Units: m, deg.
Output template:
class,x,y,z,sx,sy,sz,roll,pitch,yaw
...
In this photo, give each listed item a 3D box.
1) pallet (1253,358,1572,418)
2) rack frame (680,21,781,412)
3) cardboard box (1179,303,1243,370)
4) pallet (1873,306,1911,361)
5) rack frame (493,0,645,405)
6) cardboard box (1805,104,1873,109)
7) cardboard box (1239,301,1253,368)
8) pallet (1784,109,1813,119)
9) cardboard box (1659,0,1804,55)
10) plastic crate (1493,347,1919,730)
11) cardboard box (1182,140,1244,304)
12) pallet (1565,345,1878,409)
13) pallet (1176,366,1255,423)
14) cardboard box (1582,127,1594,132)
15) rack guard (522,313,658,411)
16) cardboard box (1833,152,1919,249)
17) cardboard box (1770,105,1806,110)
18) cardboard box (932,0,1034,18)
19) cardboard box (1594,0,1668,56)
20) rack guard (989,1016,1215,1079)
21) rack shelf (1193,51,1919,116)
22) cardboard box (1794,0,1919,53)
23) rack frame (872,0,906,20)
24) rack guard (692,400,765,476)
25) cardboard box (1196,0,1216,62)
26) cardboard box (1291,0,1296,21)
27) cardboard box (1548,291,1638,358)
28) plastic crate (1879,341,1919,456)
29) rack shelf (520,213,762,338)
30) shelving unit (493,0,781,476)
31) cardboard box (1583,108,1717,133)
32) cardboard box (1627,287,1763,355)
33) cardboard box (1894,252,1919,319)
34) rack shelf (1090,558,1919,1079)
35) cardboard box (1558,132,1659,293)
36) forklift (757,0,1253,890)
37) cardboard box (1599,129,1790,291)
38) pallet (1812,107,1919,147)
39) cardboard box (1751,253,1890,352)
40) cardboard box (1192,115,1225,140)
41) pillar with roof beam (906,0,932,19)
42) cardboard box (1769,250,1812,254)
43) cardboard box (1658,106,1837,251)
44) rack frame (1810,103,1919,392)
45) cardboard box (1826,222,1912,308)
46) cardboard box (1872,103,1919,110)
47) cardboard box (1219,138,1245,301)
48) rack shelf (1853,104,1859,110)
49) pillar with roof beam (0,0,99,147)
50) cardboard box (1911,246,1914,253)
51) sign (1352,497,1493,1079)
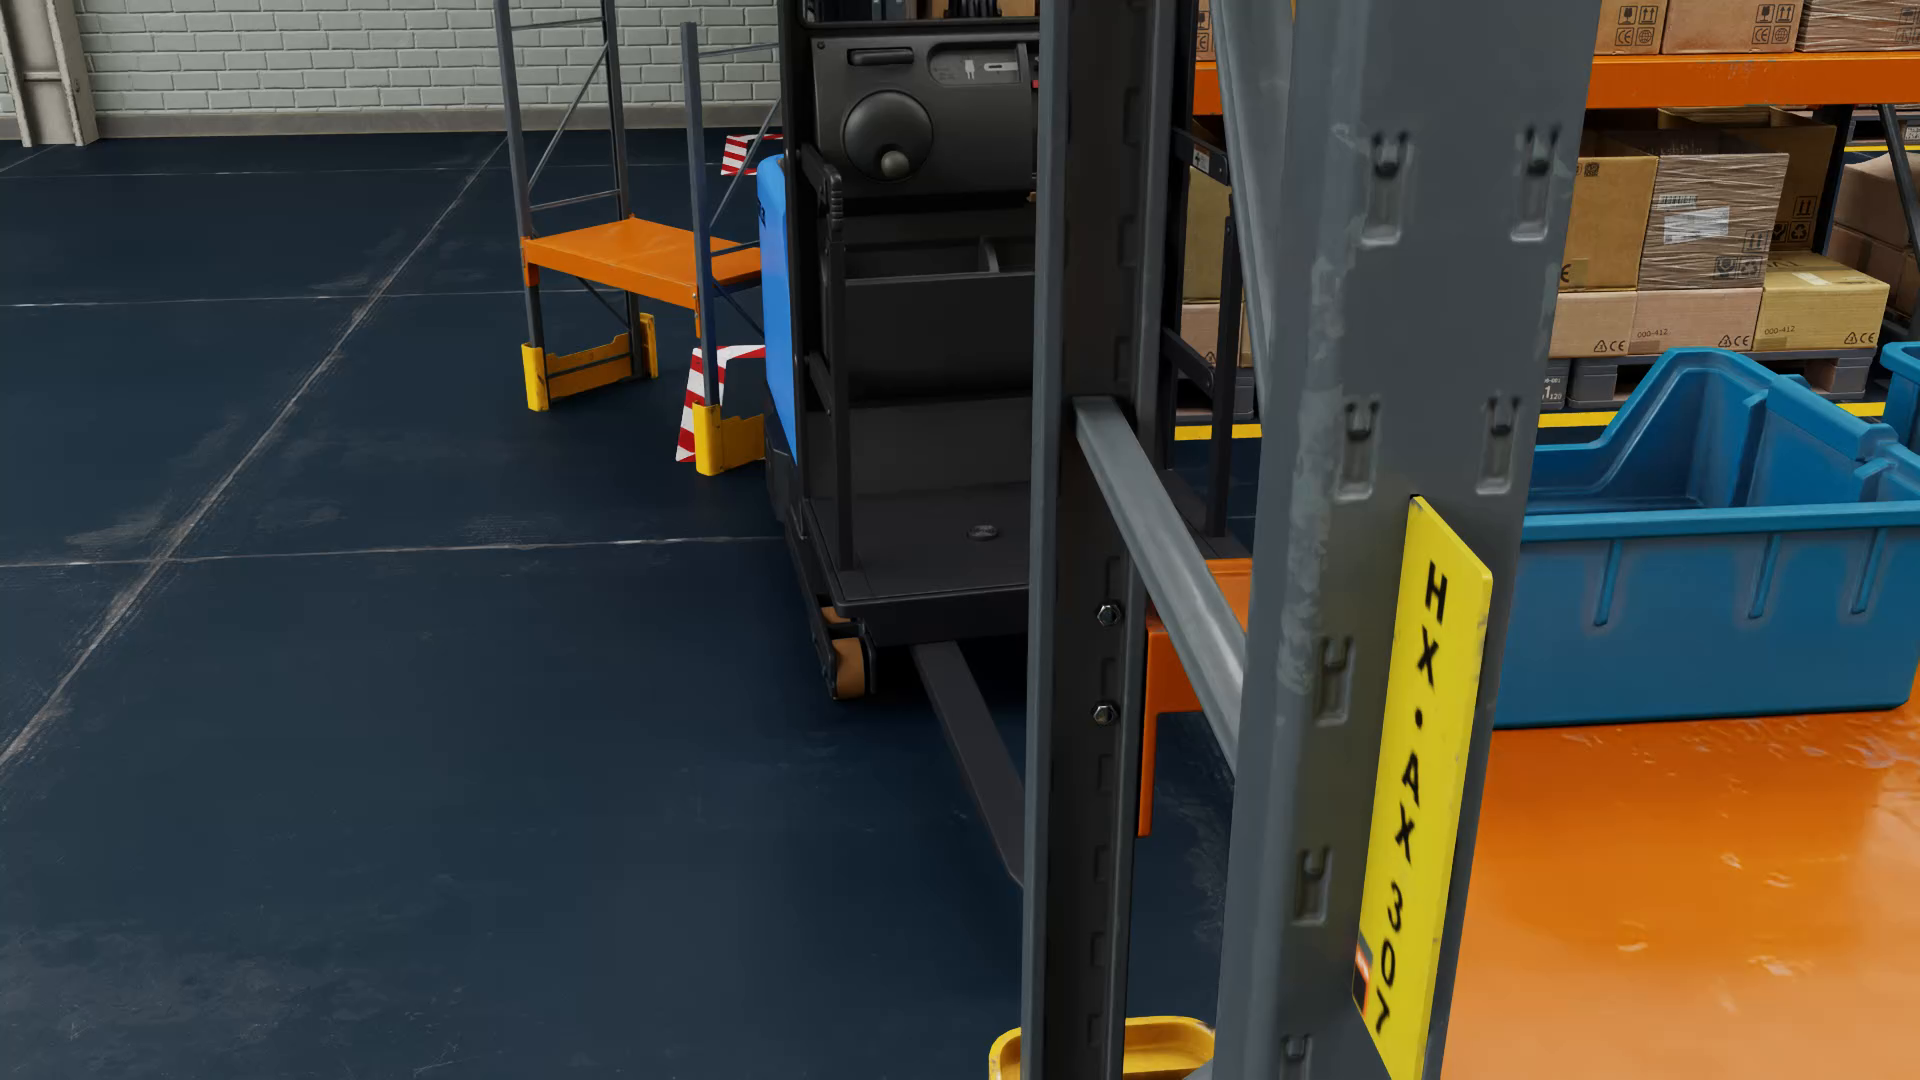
class,x,y,z,sx,sy,sz,roll,pitch,yaw
pallet,1.678,-0.774,6.731,1.213,0.211,1.003,-2,24,-5
rack frame,-0.698,-1.004,5.662,0.032,1.500,0.500,20,31,37
cardboard box,0.763,-0.842,6.319,0.500,0.250,0.500,-2,24,-5
pallet,4.420,-0.884,6.979,1.213,0.211,1.003,-2,24,-5
rack frame,-1.457,-1.279,6.280,0.032,1.500,0.500,20,31,37
cardboard box,5.945,-3.310,11.540,0.500,0.500,0.700,-2,24,-5
cardboard box,1.260,-0.861,6.363,0.500,0.250,0.500,-2,24,-5
pallet,5.191,-2.923,11.565,1.213,0.211,1.003,-2,24,-5
cardboard box,2.725,-2.115,6.192,0.500,0.500,0.700,-3,24,-6
plastic crate,0.662,-0.024,1.794,0.616,0.251,0.499,-2,24,-5
cardboard box,0.763,-1.184,6.165,0.500,0.500,0.500,-2,24,-5
pallet,2.895,-0.824,6.844,1.213,0.211,1.003,-2,24,-5
pallet,0.467,-0.727,6.625,1.213,0.211,1.003,-2,24,-5
cardboard box,2.203,-1.459,6.785,0.500,0.500,0.500,-2,24,-5
rack guard,-1.442,-0.702,6.522,0.087,0.250,0.587,20,31,37
cardboard box,4.065,-1.437,6.967,0.500,0.311,0.500,-2,24,-5
cardboard box,5.453,-3.279,11.470,0.500,0.500,0.700,-2,24,-5
cardboard box,0.176,-2.012,5.962,0.500,0.500,0.700,-2,24,-5
cardboard box,2.226,-2.096,6.150,0.500,0.500,0.700,-2,24,-4
rack guard,0.264,1.169,2.004,0.348,0.500,1.175,-2,24,-5
rack shelf,1.700,-1.704,6.277,4.000,0.370,1.077,-2,24,-5
cardboard box,3.250,-2.138,6.245,0.500,0.500,0.700,-3,24,-7
rack frame,-0.290,-1.953,5.952,0.127,3.000,1.000,-2,24,-5
rack guard,-0.699,-0.433,5.916,0.087,0.250,0.587,20,31,37
cardboard box,0.698,-2.035,6.013,0.500,0.500,0.700,-2,24,-4
cardboard box,1.193,-2.053,6.052,0.500,0.500,0.700,-2,24,-5
cardboard box,2.256,-0.900,6.449,0.500,0.250,0.500,-2,24,-5
plastic crate,1.309,-0.048,1.847,0.408,0.251,0.499,-2,24,-5
rack shelf,-1.078,-0.977,6.044,1.000,0.185,0.538,20,31,37
shelving unit,-1.071,-1.139,5.965,1.083,1.500,0.587,20,31,37
cardboard box,2.701,-1.476,6.823,0.500,0.500,0.500,-2,24,-5
cardboard box,2.752,-0.926,6.508,0.500,0.250,0.500,-2,24,-5
cardboard box,4.116,-0.964,6.595,0.500,0.250,0.500,-3,24,-6
rack shelf,2.183,0.298,1.773,4.000,0.370,1.077,-2,24,-5
cardboard box,2.255,-1.248,6.309,0.500,0.500,0.500,-2,24,-5
forklift,0.134,-1.089,4.092,1.130,2.935,3.031,-5,24,-11
cardboard box,2.752,-1.269,6.357,0.500,0.500,0.500,-2,24,-5
pallet,6.403,-2.970,11.672,1.213,0.211,1.003,-2,24,-5
cardboard box,3.251,-0.942,6.544,0.500,0.250,0.500,-2,24,-5
cardboard box,1.208,-1.419,6.694,0.500,0.500,0.500,-2,24,-5
pillar with roof beam,0.254,-5.334,6.172,0.400,9.000,9.100,-2,24,-5
cardboard box,3.199,-1.152,7.018,0.500,0.250,0.500,-2,24,-5
cardboard box,3.198,-1.499,6.875,0.500,0.500,0.500,-2,24,-5
rack frame,3.691,-2.113,6.311,0.127,3.000,1.000,-2,24,-5
cardboard box,4.075,-1.182,7.085,0.500,0.250,0.500,-3,24,-6
cardboard box,6.469,-3.284,11.481,0.500,0.500,0.700,-2,24,-4
cardboard box,1.259,-1.209,6.222,0.500,0.500,0.500,-2,24,-5
rack shelf,5.681,-1.864,6.637,4.000,0.370,1.077,-2,24,-5
pillar with roof beam,-5.717,-5.095,5.633,0.400,9.000,9.100,-2,24,-5
cardboard box,4.126,-1.221,6.481,0.500,0.311,0.500,-2,24,-5
sign,0.243,0.145,0.890,0.005,0.325,0.100,-2,24,-5
